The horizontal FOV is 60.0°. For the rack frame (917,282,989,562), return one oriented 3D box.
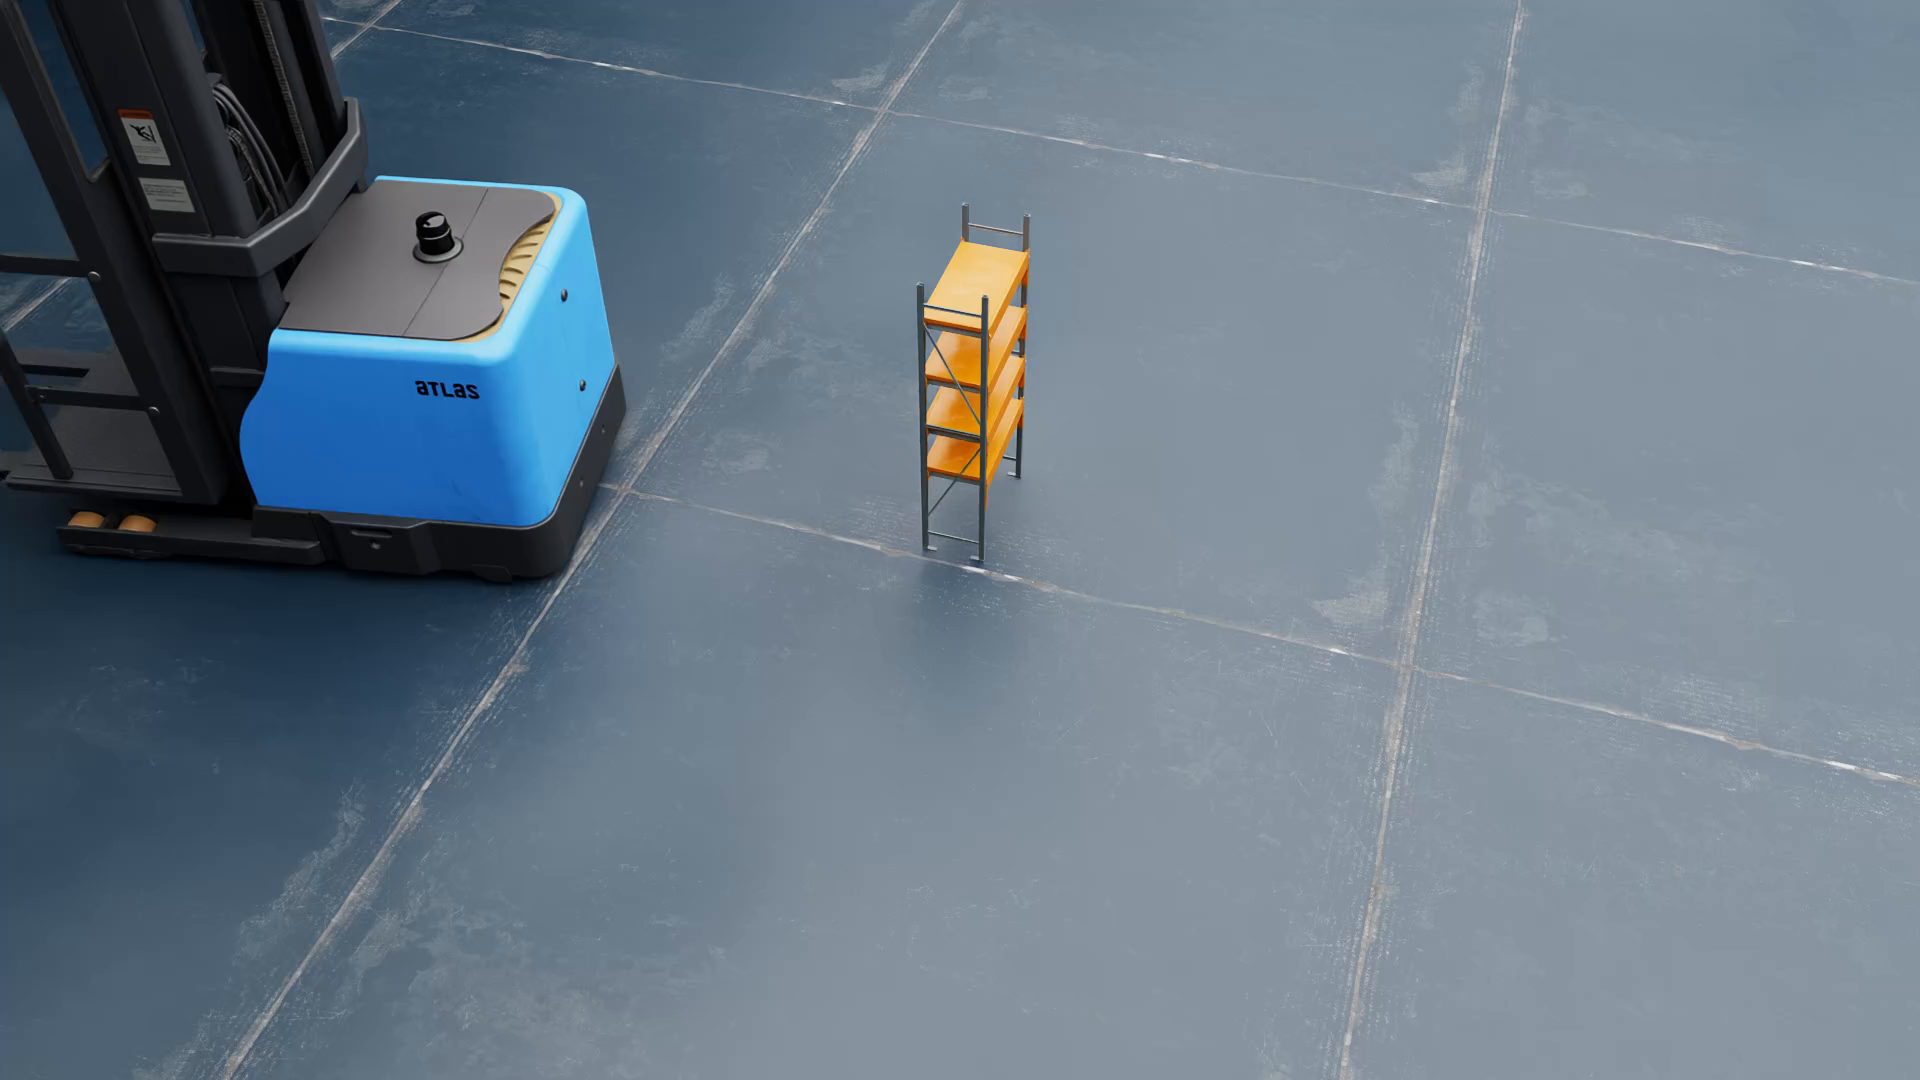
[{"bbox_3d":[-0.024,-0.377,5.777,0.240,1.200,0.015,13,46,13],"label":"rack frame"}]

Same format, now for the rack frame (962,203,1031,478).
[{"bbox_3d":[0.124,-0.702,6.109,0.240,1.200,0.015,13,46,13],"label":"rack frame"}]

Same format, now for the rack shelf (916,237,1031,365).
[{"bbox_3d":[0.050,-0.820,5.668,0.258,0.148,0.480,13,46,13],"label":"rack shelf"}]

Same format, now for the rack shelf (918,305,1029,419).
[{"bbox_3d":[0.050,-0.651,5.834,0.258,0.148,0.480,13,46,13],"label":"rack shelf"}]

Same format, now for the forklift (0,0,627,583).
[{"bbox_3d":[-2.892,-1.339,5.523,3.031,2.935,1.130,5,45,5],"label":"forklift"}]

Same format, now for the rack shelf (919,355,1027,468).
[{"bbox_3d":[0.050,-0.491,5.990,0.258,0.148,0.480,13,46,13],"label":"rack shelf"}]

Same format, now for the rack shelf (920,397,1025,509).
[{"bbox_3d":[0.050,-0.349,6.129,0.258,0.148,0.480,13,46,13],"label":"rack shelf"}]

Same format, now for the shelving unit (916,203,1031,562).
[{"bbox_3d":[0.050,-0.539,5.943,0.258,1.200,0.503,13,46,13],"label":"shelving unit"}]
